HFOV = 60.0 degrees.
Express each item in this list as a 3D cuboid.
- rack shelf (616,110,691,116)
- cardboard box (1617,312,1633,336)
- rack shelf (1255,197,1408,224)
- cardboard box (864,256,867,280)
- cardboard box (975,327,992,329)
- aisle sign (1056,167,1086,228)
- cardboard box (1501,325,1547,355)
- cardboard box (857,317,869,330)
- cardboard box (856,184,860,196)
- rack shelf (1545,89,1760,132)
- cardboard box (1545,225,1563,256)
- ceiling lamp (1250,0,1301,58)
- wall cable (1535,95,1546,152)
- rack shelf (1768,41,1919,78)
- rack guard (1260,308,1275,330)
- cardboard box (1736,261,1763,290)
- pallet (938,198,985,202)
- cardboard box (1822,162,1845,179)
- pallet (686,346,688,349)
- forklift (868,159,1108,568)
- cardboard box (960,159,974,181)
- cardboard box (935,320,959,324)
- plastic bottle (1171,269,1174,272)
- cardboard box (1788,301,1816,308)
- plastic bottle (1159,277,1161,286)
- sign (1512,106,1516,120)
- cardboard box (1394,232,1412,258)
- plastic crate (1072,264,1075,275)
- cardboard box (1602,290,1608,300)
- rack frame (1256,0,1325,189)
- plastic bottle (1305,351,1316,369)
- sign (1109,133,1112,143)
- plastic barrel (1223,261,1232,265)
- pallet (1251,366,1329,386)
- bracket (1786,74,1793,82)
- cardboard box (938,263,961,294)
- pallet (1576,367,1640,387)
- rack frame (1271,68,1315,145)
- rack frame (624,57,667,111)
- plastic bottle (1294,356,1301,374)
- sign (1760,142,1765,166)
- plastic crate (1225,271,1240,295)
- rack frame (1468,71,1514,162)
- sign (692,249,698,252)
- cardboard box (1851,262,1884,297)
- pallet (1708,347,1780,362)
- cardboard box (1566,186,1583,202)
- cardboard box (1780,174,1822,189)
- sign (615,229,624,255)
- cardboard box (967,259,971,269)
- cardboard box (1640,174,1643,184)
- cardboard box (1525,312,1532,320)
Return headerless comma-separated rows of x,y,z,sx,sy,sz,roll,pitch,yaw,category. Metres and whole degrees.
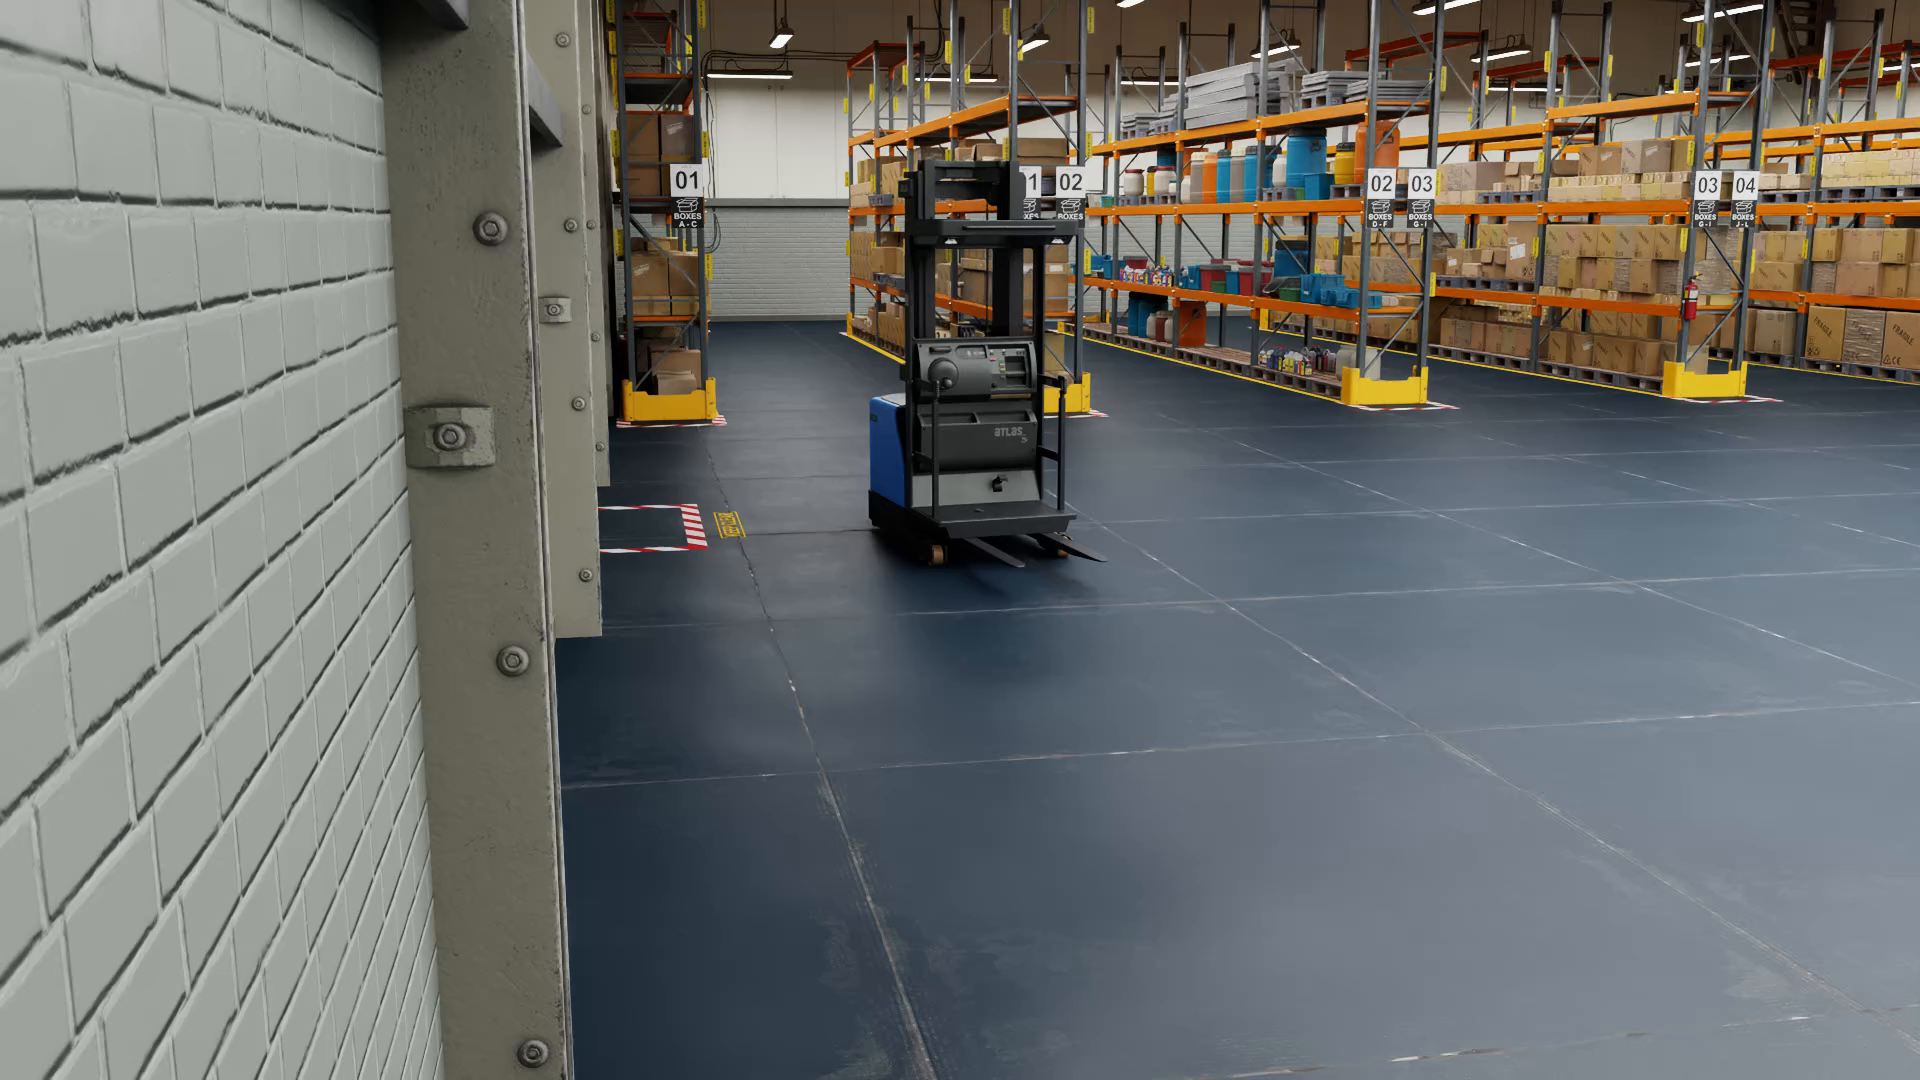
-4.889,-6.521,26.386,1.077,0.370,4.000,-2,11,-11,rack shelf
13.702,-4.378,33.739,0.500,0.500,0.500,-2,11,-9,cardboard box
5.607,-4.871,24.668,1.077,0.370,4.000,-2,11,-11,rack shelf
-1.750,-5.726,34.988,0.500,0.500,0.500,-2,11,-10,cardboard box
0.336,-2.882,24.543,0.500,0.500,0.500,-2,11,-11,cardboard box
1.450,-4.481,21.763,0.394,0.787,0.004,-2,11,-11,aisle sign
9.904,-3.488,29.006,0.700,0.500,0.500,-2,11,-11,cardboard box
-1.953,-4.711,36.103,0.500,0.250,0.500,-2,11,-11,cardboard box
-1.937,-7.497,35.607,0.500,0.250,0.500,-2,11,-11,cardboard box
10.465,-6.523,25.334,1.077,0.370,4.000,-2,11,-11,rack shelf
9.915,-4.892,27.141,0.500,0.500,0.500,-2,11,-11,cardboard box
6.570,-11.348,33.141,0.800,3.185,2.000,-2,11,-11,ceiling lamp
16.081,-10.839,46.077,0.463,3.000,0.029,-2,11,-11,wall cable
18.630,-9.985,34.625,1.077,0.370,4.000,-2,11,-11,rack shelf
7.738,-5.275,39.574,1.175,0.500,0.348,-2,11,-11,rack guard
14.401,-4.780,30.021,0.500,0.500,0.500,-2,11,-10,cardboard box
0.174,-5.479,26.450,0.805,0.209,1.217,-3,11,-13,pallet
14.782,-6.161,27.737,0.500,0.250,0.500,-2,11,-11,cardboard box
-5.591,-3.492,30.978,1.003,0.211,1.213,-2,11,-11,pallet
0.201,-1.330,12.344,1.130,2.935,3.031,-4,11,-19,forklift
0.303,-5.442,24.485,0.500,0.311,0.500,-3,11,-14,cardboard box
-0.228,-3.754,30.405,0.500,0.500,0.500,-2,11,-9,cardboard box
4.251,-5.279,33.243,0.152,0.276,0.135,-2,11,-11,plastic bottle
18.624,-5.012,36.065,0.875,0.875,0.875,-2,11,-9,cardboard box
3.837,-4.930,31.608,0.097,0.201,0.097,0,11,0,plastic bottle
13.176,-10.161,39.591,0.100,0.325,0.005,-2,11,-11,sign
9.048,-5.828,32.842,0.797,0.503,0.637,-2,11,-10,cardboard box
2.737,-6.088,37.446,0.416,0.233,0.300,-2,11,-11,plastic crate
10.221,-3.805,25.838,0.380,0.149,0.250,-2,11,-11,cardboard box
5.218,-7.065,26.247,1.000,3.000,0.127,-2,11,-11,rack frame
5.523,-2.843,26.219,0.152,0.276,0.135,-2,11,-11,plastic bottle
3.421,-9.130,37.961,0.100,0.325,0.005,-2,11,-11,sign
4.850,-4.725,29.702,0.421,0.512,0.421,0,11,0,plastic barrel
5.308,-2.623,26.414,1.003,0.211,1.213,-2,11,-11,pallet
22.262,-12.346,44.368,0.235,0.232,0.430,-2,11,-11,bracket
-0.077,-4.414,28.097,0.500,0.500,0.500,-3,11,-14,cardboard box
10.482,-2.582,26.197,1.003,0.211,1.213,-2,11,-11,pallet
7.743,-9.446,38.757,1.000,3.000,0.127,-2,11,-11,rack frame
-6.834,-8.905,35.917,1.000,3.000,0.127,-2,11,-11,rack frame
5.160,-2.656,25.235,0.152,0.276,0.135,-2,11,-13,plastic bottle
11.387,-5.487,23.642,0.100,0.325,0.005,-2,11,-11,sign
4.698,-4.301,27.813,0.392,0.384,0.575,-2,11,-11,plastic crate
12.627,-9.608,39.607,1.000,3.000,0.127,-2,11,-11,rack frame
-3.969,-4.204,24.945,0.100,0.325,0.005,-2,11,-11,sign
15.164,-4.263,27.169,0.875,0.550,0.550,-2,11,-11,cardboard box
14.497,-3.453,30.772,1.003,0.211,1.213,-2,11,-11,pallet
10.021,-5.509,26.496,0.500,0.250,0.500,-2,11,-12,cardboard box
14.667,-6.239,28.940,0.500,0.250,0.500,-2,11,-10,cardboard box
-4.270,-3.731,20.836,0.100,0.325,0.005,-2,11,-11,sign
0.322,-4.156,25.009,0.380,0.149,0.250,-2,11,-13,cardboard box
10.400,-5.393,24.820,0.380,0.149,0.250,-2,11,-10,cardboard box
12.898,-5.023,37.269,0.380,0.149,0.250,-3,11,-13,cardboard box
